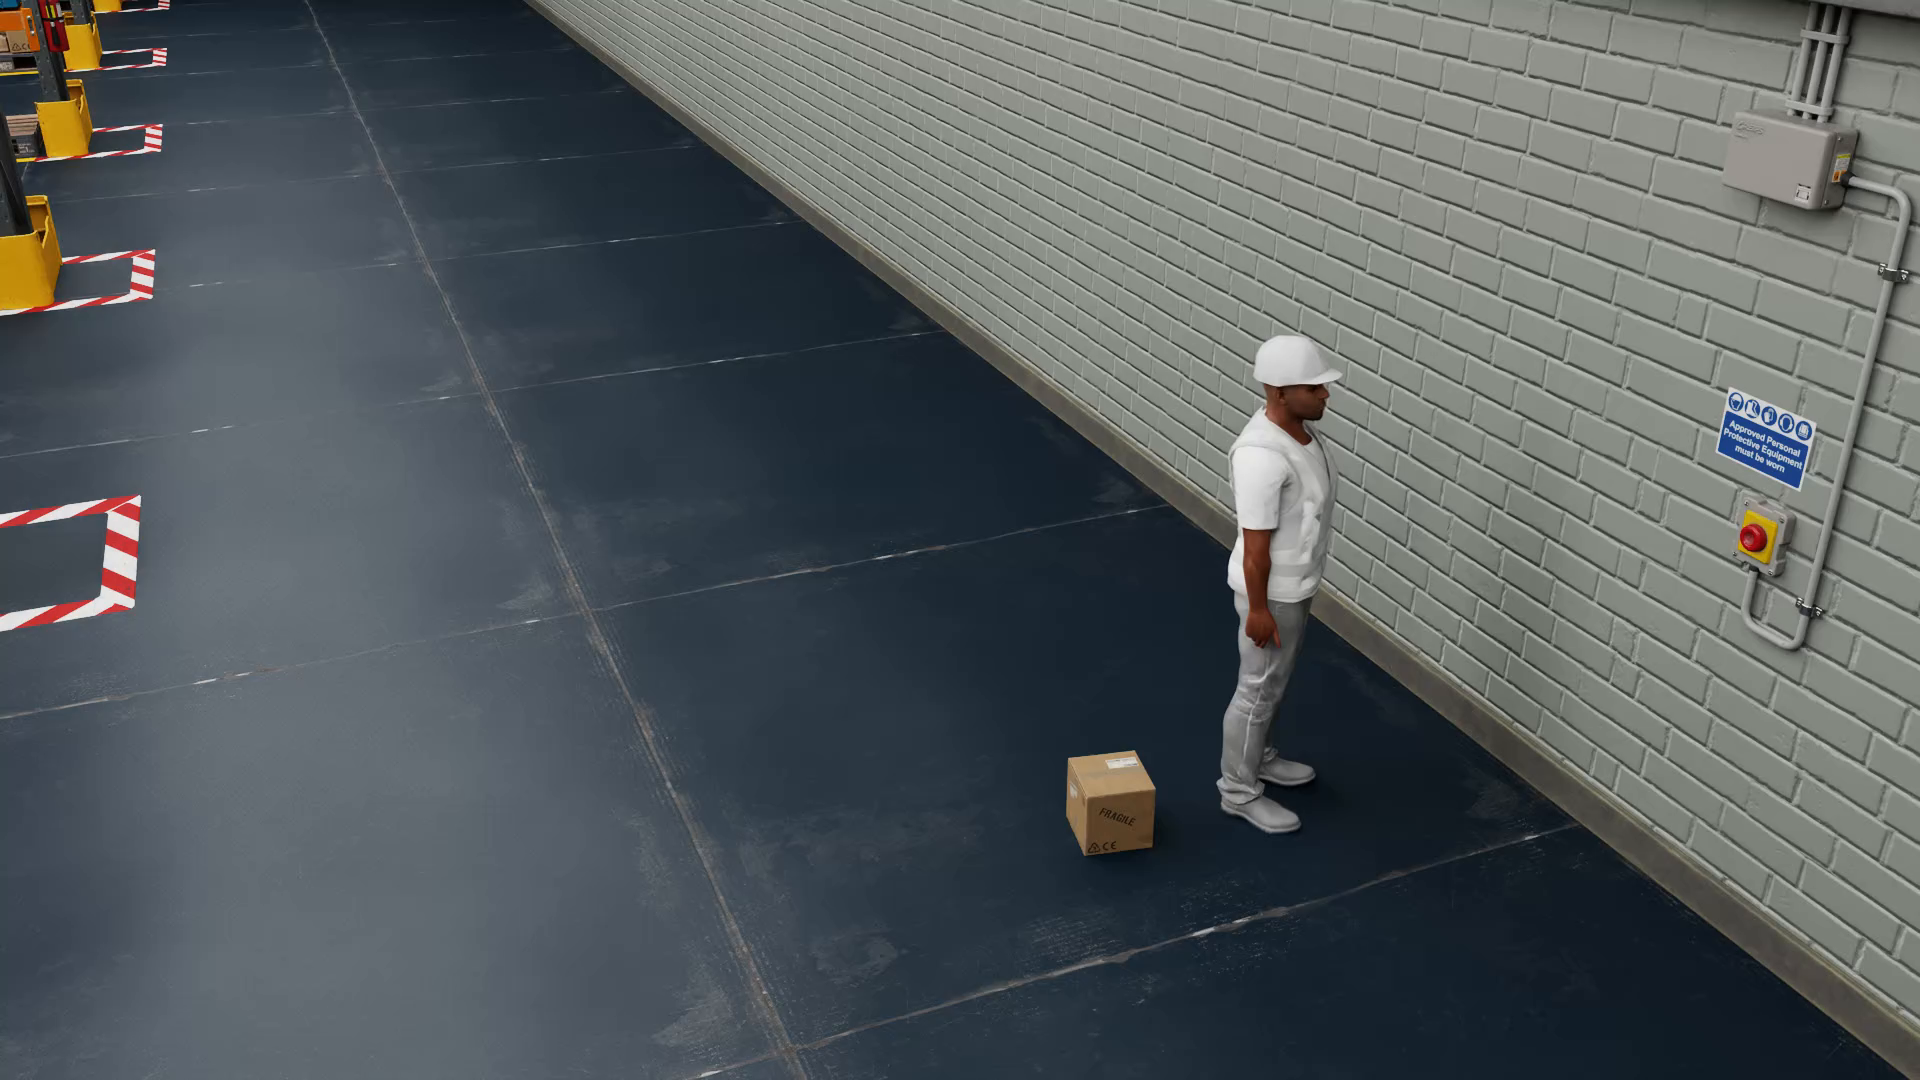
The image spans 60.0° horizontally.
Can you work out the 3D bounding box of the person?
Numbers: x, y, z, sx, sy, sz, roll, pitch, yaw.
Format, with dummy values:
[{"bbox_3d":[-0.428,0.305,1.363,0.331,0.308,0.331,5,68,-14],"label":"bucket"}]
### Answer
[{"bbox_3d":[1.113,0.141,5.786,0.369,1.771,0.551,9,27,18],"label":"person"}]
